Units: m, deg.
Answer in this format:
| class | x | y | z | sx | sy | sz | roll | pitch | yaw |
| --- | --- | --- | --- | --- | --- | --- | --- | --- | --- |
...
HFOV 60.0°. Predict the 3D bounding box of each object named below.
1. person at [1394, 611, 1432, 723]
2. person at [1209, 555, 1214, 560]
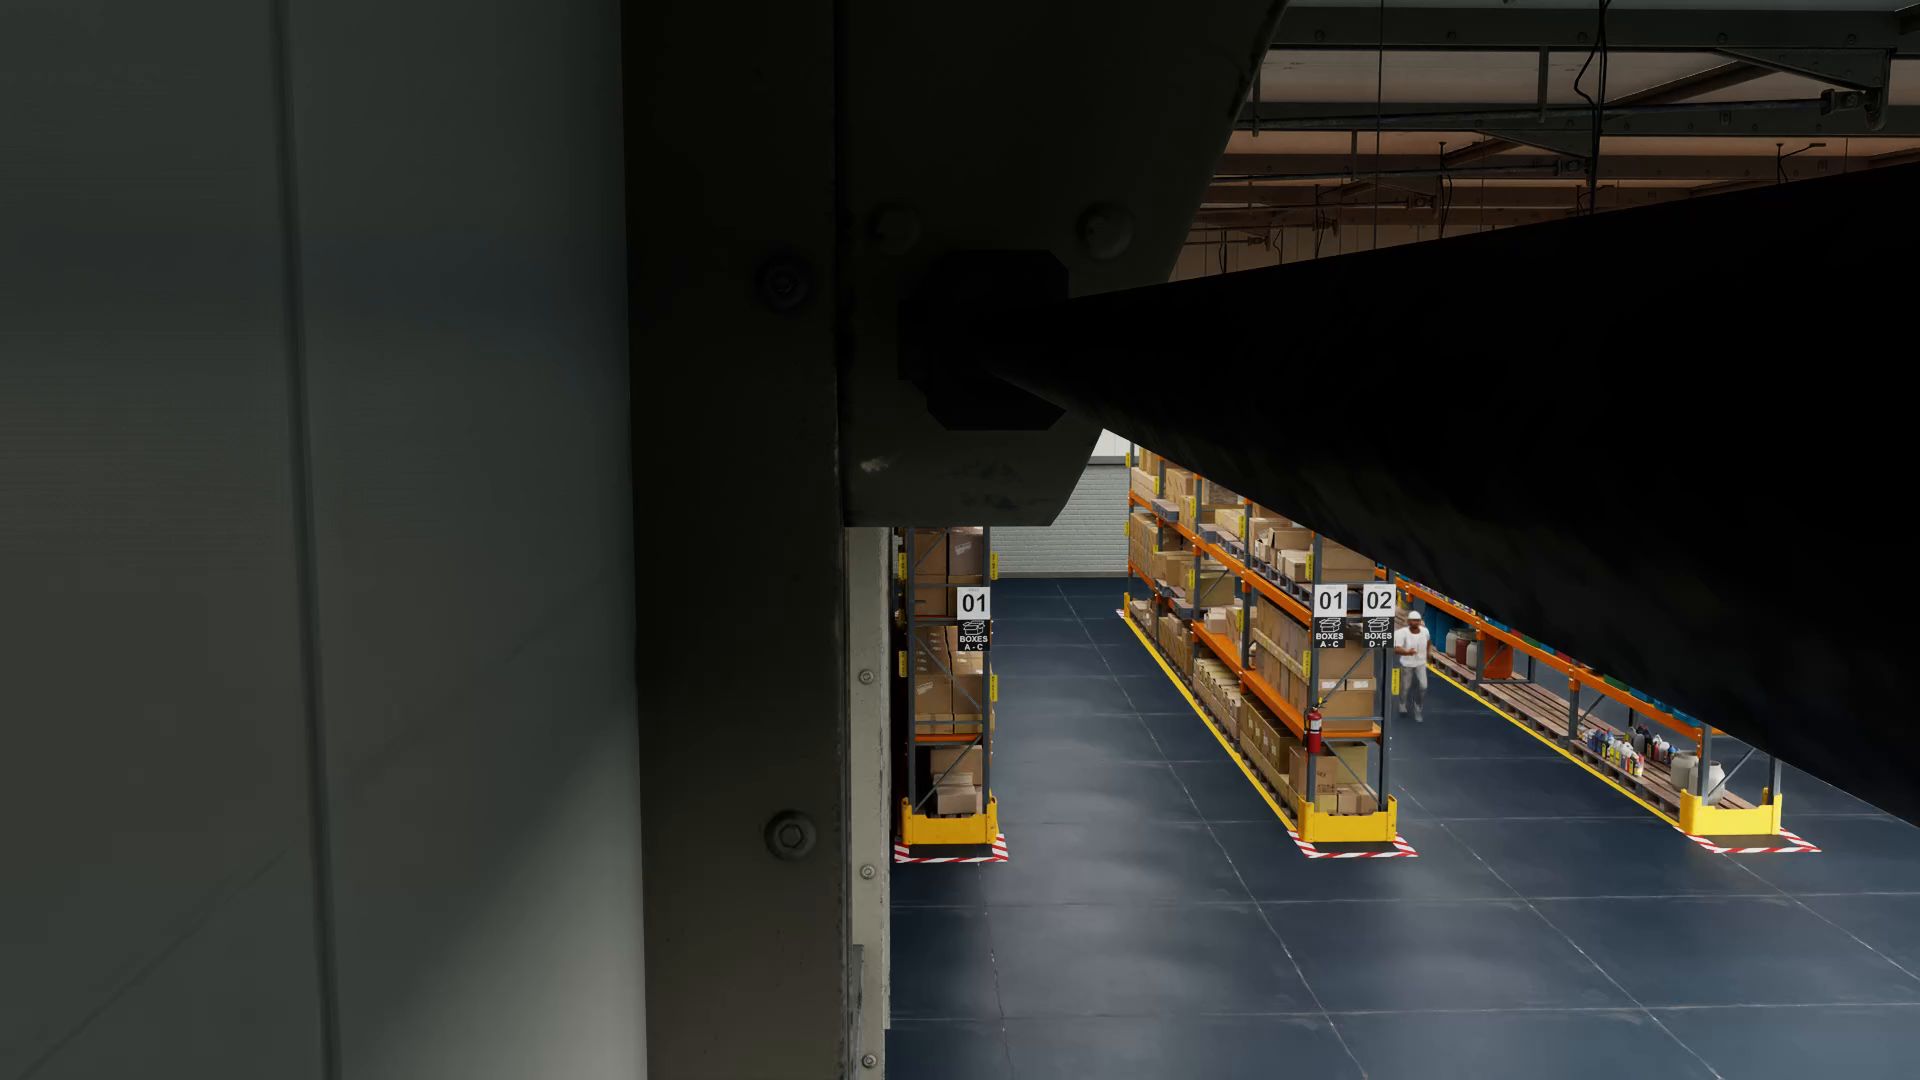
| class | x | y | z | sx | sy | sz | roll | pitch | yaw |
| --- | --- | --- | --- | --- | --- | --- | --- | --- | --- |
| person | 7.312 | 2.034 | 26.813 | 0.682 | 1.810 | 0.823 | 0 | 7 | -4 |
| person | 5.472 | 0.816 | 37.126 | 0.549 | 1.567 | 0.631 | -2 | 8 | -18 |
